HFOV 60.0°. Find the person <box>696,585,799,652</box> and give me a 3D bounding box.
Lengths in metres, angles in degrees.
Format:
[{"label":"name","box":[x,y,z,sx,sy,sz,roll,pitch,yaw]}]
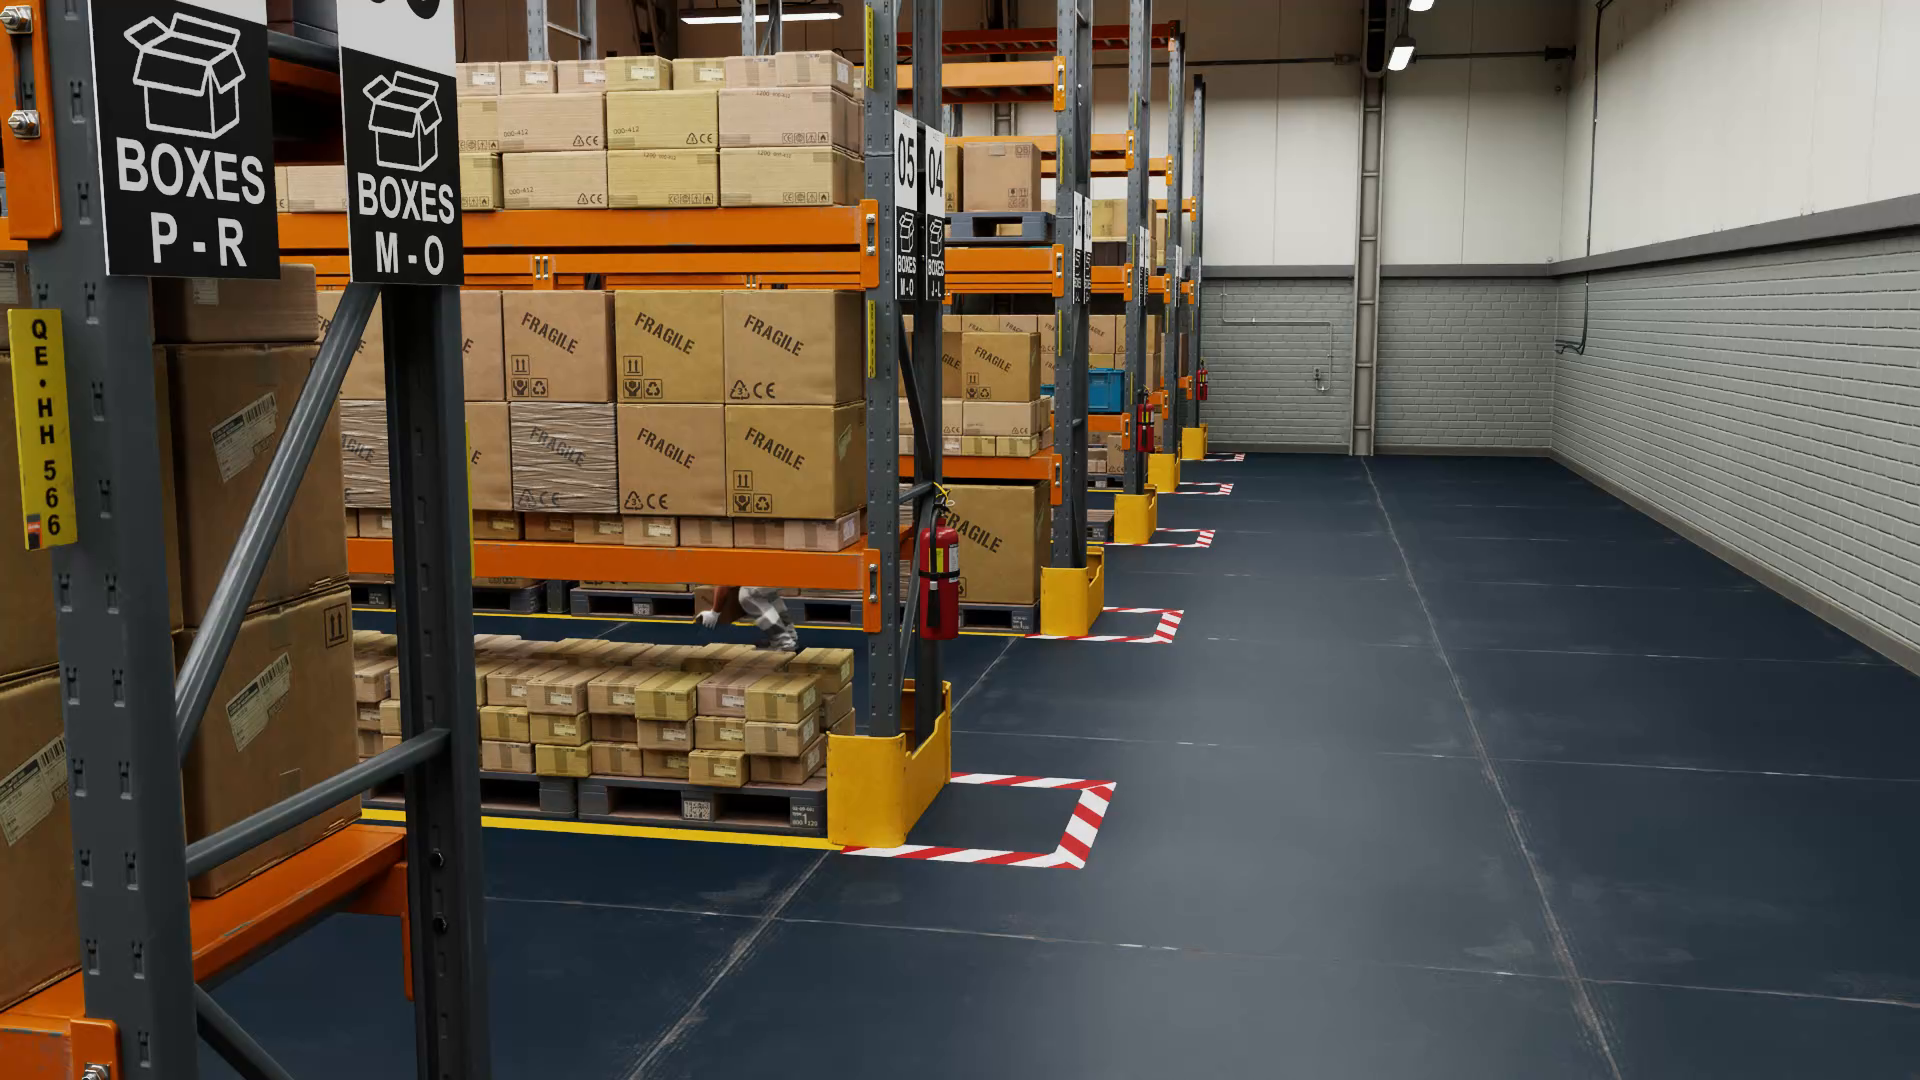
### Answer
[{"label":"person","box":[-1.404,0.292,11.518,0.952,0.994,0.530,1,8,9]}]
